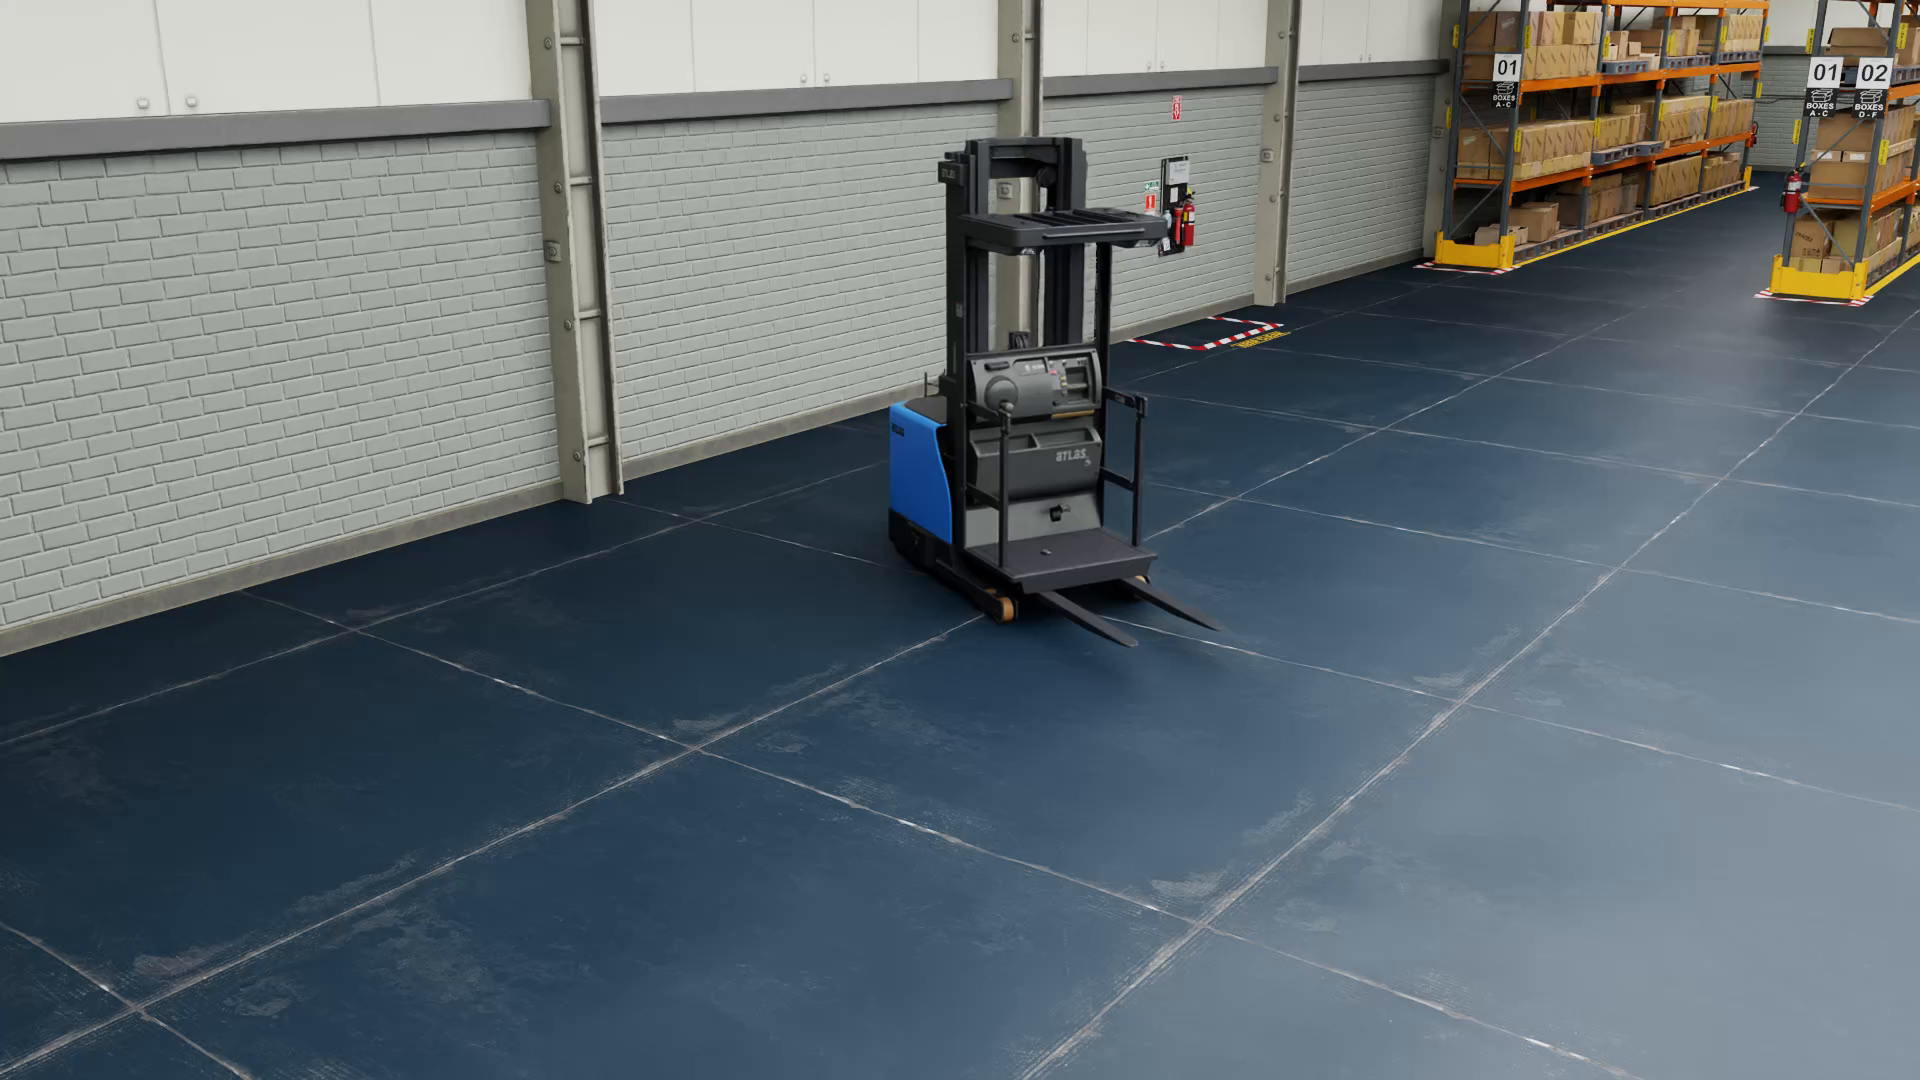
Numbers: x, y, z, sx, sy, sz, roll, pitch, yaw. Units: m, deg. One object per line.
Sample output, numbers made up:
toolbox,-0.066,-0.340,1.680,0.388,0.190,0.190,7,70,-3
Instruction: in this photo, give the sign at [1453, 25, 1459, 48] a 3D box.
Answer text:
sign,7.612,-7.717,25.485,0.100,0.325,0.005,12,21,35

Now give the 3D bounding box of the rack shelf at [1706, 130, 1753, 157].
rack shelf,16.388,-8.750,36.574,1.077,0.370,4.000,12,21,35

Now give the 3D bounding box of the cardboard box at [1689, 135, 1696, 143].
cardboard box,14.790,-8.184,33.931,0.380,0.149,0.250,12,21,35

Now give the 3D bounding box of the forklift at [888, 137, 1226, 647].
forklift,0.595,-1.022,10.593,1.130,2.935,3.031,-8,19,-25

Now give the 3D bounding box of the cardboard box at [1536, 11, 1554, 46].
cardboard box,8.810,-7.885,25.632,0.500,0.500,0.500,12,21,34

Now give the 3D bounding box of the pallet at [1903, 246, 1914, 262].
pallet,14.817,-4.688,26.982,1.003,0.211,1.213,12,21,35

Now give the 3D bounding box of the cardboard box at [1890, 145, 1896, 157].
cardboard box,13.350,-5.663,24.160,0.380,0.149,0.250,13,21,35

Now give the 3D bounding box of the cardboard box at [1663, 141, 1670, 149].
cardboard box,13.578,-7.698,32.364,0.380,0.149,0.250,13,22,36

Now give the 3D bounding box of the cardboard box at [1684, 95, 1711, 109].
cardboard box,15.123,-9.018,34.257,0.500,0.250,0.500,13,22,36

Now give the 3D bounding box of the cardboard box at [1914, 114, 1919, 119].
cardboard box,18.356,-7.742,31.241,0.500,0.500,0.700,-16,23,-42

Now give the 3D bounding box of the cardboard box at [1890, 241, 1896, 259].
cardboard box,14.003,-4.458,25.469,0.500,0.250,0.500,12,21,35

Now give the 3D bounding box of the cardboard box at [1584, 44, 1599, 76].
cardboard box,10.325,-8.037,27.805,0.500,0.500,0.500,13,22,36

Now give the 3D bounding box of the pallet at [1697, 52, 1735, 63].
pallet,15.692,-10.200,35.123,1.003,0.211,1.213,12,21,35

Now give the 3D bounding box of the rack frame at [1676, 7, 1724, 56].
rack frame,15.196,-11.482,34.044,1.000,3.000,0.127,12,21,35

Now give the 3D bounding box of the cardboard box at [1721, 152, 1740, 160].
cardboard box,17.312,-8.639,37.418,0.380,0.149,0.250,12,21,34

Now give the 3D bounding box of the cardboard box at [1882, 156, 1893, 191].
cardboard box,13.235,-5.410,24.439,0.700,0.500,0.500,13,22,36

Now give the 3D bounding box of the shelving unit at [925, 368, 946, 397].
shelving unit,-0.108,-0.649,12.310,0.189,1.200,0.258,-15,23,-40

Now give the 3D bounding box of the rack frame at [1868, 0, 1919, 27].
rack frame,14.410,-8.702,25.092,1.000,3.000,0.127,12,21,35

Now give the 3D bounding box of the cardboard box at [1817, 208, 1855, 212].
cardboard box,13.286,-4.789,25.271,0.500,0.500,0.500,12,21,35

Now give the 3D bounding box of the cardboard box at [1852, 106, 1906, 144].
cardboard box,13.551,-6.158,24.659,0.700,0.500,0.500,12,21,35

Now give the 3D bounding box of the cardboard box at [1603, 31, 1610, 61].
cardboard box,10.819,-8.508,28.649,0.500,0.500,0.500,16,24,42

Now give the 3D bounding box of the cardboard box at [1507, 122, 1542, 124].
cardboard box,9.369,-6.692,27.690,0.500,0.500,0.500,13,22,36

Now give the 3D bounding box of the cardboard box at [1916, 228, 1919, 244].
cardboard box,15.461,-5.022,27.286,0.500,0.250,0.500,12,21,33

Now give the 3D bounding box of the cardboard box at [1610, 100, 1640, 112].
cardboard box,12.875,-8.375,32.188,0.500,0.250,0.500,13,22,36

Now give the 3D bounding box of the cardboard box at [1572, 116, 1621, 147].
cardboard box,11.466,-7.379,30.036,0.700,0.500,0.500,16,24,42

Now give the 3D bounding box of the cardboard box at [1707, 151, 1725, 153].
cardboard box,17.156,-8.767,37.829,0.380,0.149,0.250,13,21,35

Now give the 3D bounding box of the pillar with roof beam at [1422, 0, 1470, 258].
pillar with roof beam,11.226,-8.182,23.419,9.100,9.000,0.400,12,21,35

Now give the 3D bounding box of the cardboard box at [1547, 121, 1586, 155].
cardboard box,10.103,-6.720,27.781,0.500,0.500,0.500,12,21,34

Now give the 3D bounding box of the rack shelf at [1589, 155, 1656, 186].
rack shelf,11.621,-6.844,30.438,1.077,0.370,4.000,12,21,35

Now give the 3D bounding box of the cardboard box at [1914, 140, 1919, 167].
cardboard box,15.493,-6.309,27.335,0.500,0.500,0.500,12,21,35

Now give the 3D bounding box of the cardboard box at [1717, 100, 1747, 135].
cardboard box,16.859,-9.414,36.996,0.980,0.700,0.700,12,21,34

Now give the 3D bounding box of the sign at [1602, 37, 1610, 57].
sign,10.870,-8.297,27.973,0.100,0.325,0.005,12,21,35

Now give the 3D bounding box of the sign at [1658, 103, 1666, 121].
sign,13.254,-8.086,31.404,0.100,0.325,0.005,12,21,35

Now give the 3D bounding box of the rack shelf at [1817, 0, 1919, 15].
rack shelf,13.218,-7.691,23.724,1.077,0.370,4.000,12,21,35

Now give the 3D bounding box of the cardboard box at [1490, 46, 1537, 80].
cardboard box,8.446,-7.284,25.381,0.500,0.500,0.500,13,22,36

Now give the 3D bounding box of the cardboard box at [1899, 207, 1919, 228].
cardboard box,15.466,-5.288,27.198,0.500,0.311,0.500,12,21,33

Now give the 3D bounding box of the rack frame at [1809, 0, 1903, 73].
rack frame,12.026,-7.749,22.024,1.000,3.000,0.127,12,21,35

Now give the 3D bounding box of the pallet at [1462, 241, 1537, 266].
pallet,8.604,-4.632,26.804,1.003,0.211,1.213,12,21,35

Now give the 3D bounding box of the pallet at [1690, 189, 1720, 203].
pallet,15.712,-7.452,35.886,1.003,0.211,1.213,12,21,35

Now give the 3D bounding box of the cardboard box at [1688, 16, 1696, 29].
cardboard box,14.566,-10.479,33.697,0.500,0.250,0.500,14,22,39

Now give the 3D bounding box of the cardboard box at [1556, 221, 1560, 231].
cardboard box,10.135,-5.436,28.725,0.380,0.166,0.250,9,20,28

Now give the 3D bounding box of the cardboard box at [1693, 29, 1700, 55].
cardboard box,14.583,-10.117,33.796,0.700,0.500,0.500,11,20,32

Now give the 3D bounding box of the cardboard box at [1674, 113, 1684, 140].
cardboard box,13.924,-8.175,32.807,0.500,0.500,0.500,12,21,34

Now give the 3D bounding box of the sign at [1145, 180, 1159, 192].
sign,2.288,-4.223,19.832,0.001,0.109,0.331,12,21,35

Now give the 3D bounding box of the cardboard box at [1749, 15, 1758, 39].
cardboard box,17.055,-11.197,36.296,0.500,0.500,0.500,13,22,36

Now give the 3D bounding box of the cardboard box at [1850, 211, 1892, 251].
cardboard box,13.421,-4.575,24.582,0.500,0.500,0.500,12,21,35

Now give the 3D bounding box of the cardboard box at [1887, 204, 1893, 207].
cardboard box,15.327,-5.502,27.885,0.500,0.311,0.500,12,21,34

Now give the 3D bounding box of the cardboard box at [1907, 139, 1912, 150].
cardboard box,14.271,-6.033,25.352,0.380,0.149,0.250,12,21,34

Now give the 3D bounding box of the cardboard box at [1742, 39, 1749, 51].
cardboard box,16.741,-10.708,35.987,0.500,0.250,0.500,12,21,33

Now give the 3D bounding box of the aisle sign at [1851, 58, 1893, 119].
aisle sign,12.233,-6.056,22.304,0.394,0.787,0.004,12,21,35

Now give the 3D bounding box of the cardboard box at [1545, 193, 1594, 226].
cardboard box,10.854,-5.906,29.677,0.700,0.500,0.500,13,22,37

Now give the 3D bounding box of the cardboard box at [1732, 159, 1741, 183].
cardboard box,17.242,-8.392,37.716,0.700,0.500,0.500,12,21,35

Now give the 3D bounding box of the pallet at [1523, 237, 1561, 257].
pallet,9.331,-4.922,27.736,1.003,0.211,1.213,12,21,35

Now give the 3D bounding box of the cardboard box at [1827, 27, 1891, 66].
cardboard box,12.372,-6.770,22.809,0.797,0.503,0.637,14,22,38

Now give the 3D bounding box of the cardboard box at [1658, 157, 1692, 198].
cardboard box,14.386,-7.401,33.934,0.750,0.750,0.750,13,22,36

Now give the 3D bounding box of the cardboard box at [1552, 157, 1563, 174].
cardboard box,9.501,-6.123,27.123,0.500,0.250,0.500,13,21,35

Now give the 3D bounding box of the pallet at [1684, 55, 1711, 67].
pallet,14.689,-9.731,33.786,0.805,0.209,1.217,11,21,33
